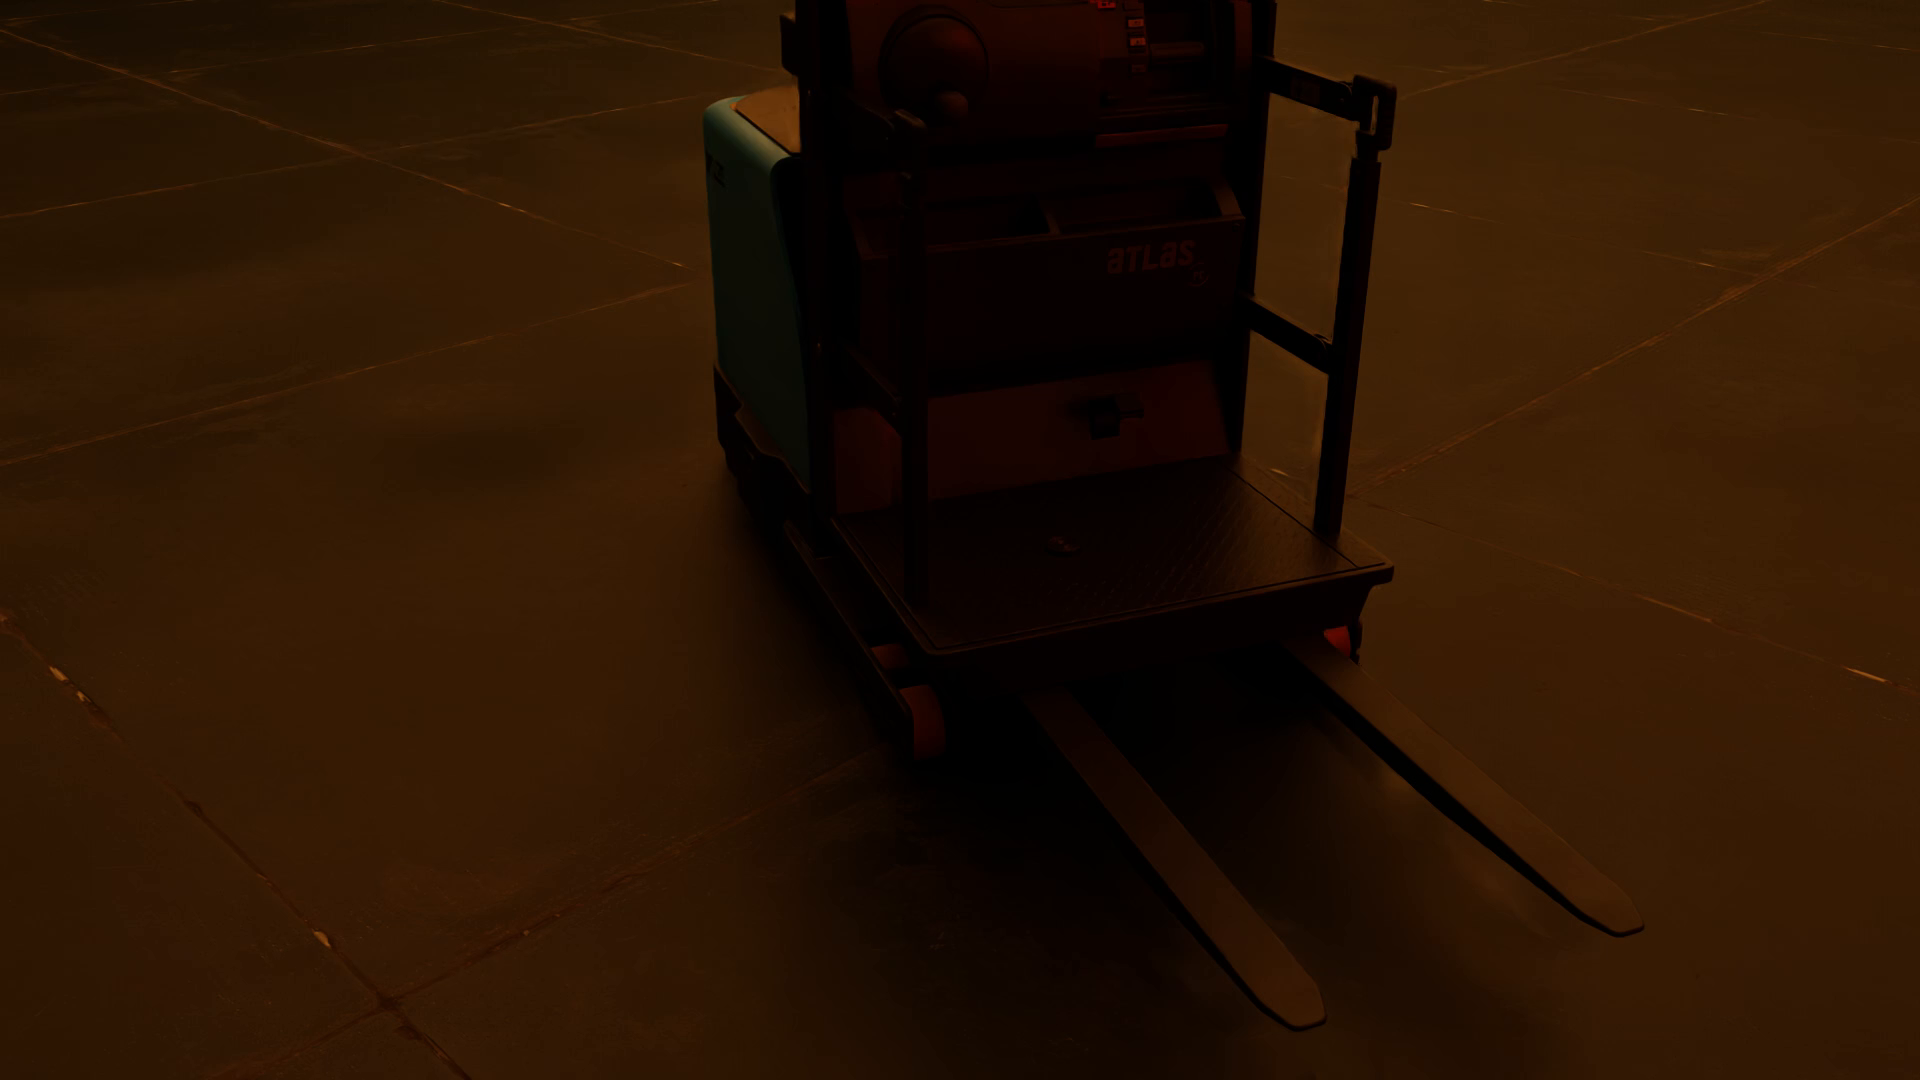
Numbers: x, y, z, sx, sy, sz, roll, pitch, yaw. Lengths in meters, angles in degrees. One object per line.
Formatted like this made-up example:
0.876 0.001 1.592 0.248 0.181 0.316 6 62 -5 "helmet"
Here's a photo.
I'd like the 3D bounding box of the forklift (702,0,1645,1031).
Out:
0.275 -1.048 3.350 1.130 2.935 3.031 -10 28 -19 "forklift"
